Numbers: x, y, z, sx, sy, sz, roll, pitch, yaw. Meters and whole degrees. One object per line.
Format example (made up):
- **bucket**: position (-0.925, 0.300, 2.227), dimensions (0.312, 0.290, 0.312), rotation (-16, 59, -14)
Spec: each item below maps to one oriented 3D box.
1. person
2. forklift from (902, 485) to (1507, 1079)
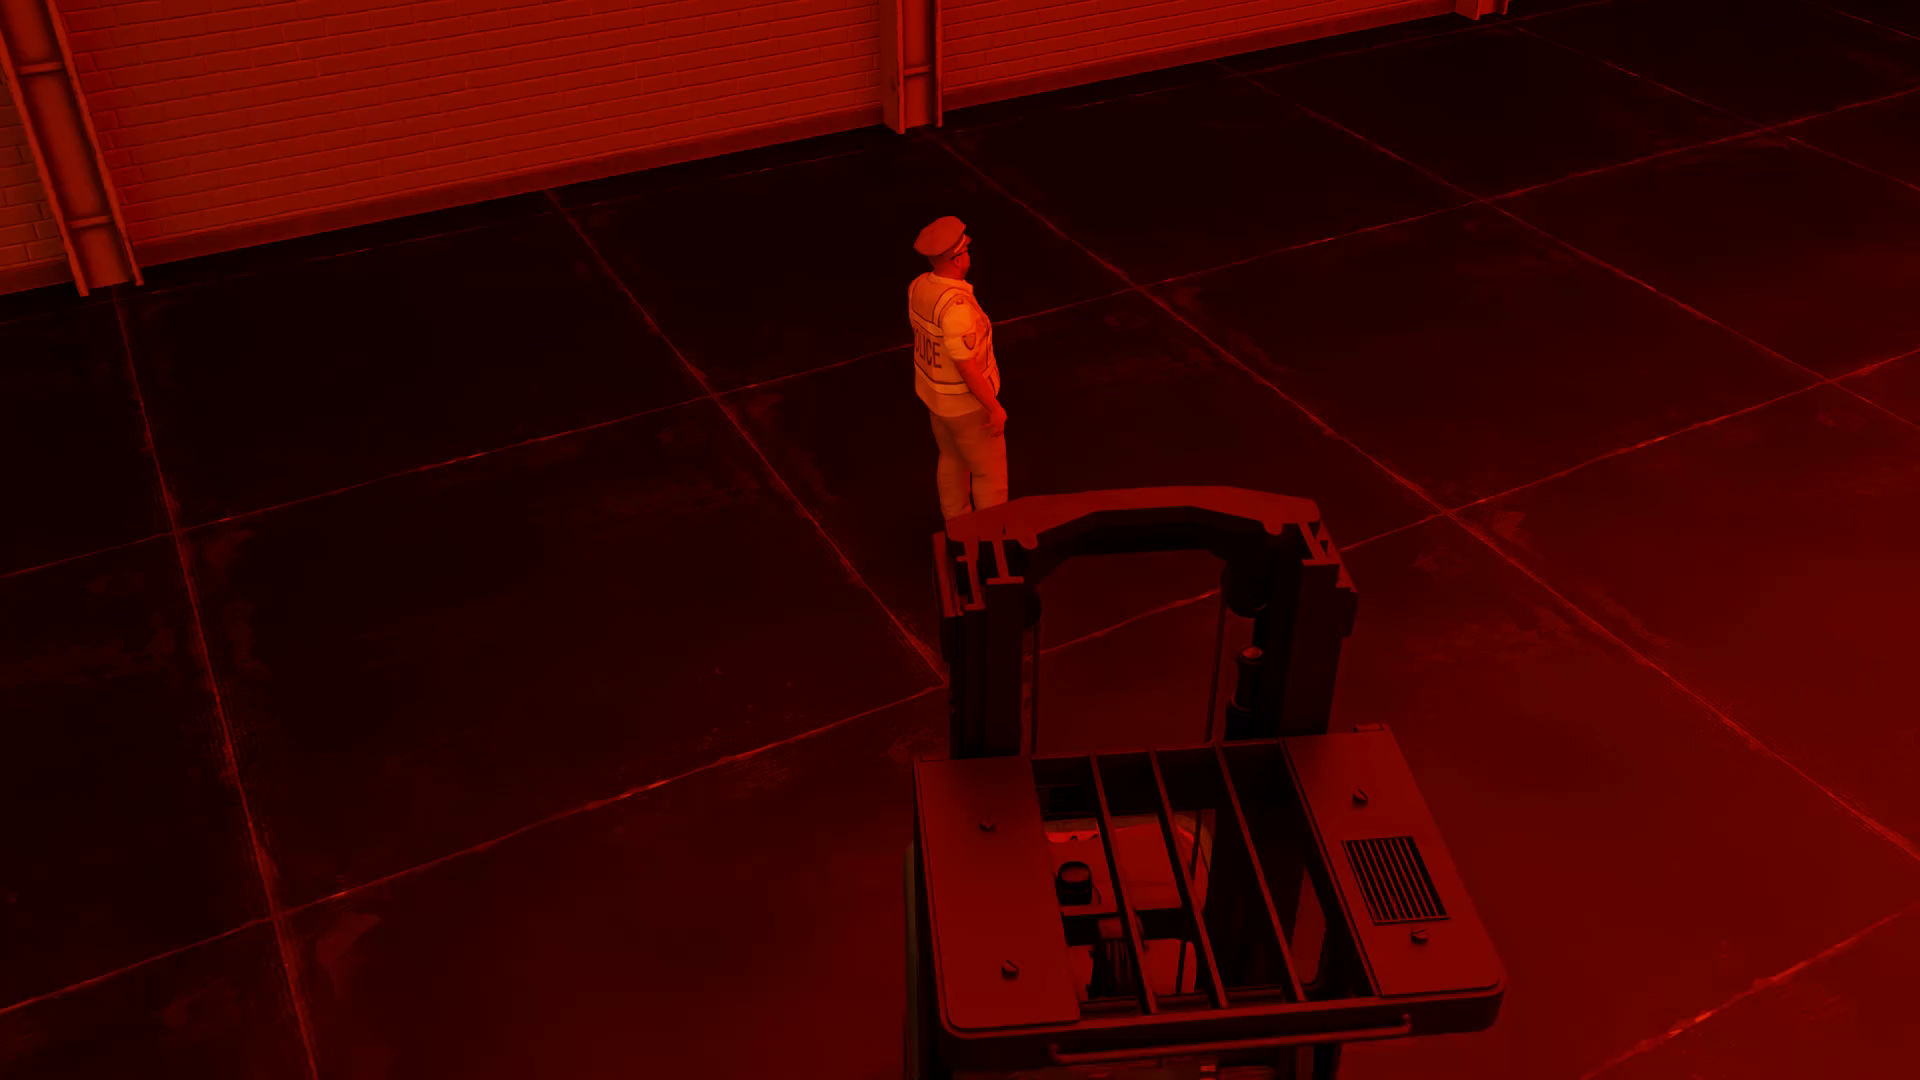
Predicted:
- **person**: position (0.074, -0.748, 8.165), dimensions (0.575, 1.781, 0.640), rotation (-17, 39, -23)
- **forklift**: position (0.463, 1.458, 4.060), dimensions (1.130, 2.935, 3.031), rotation (-3, 35, -5)
